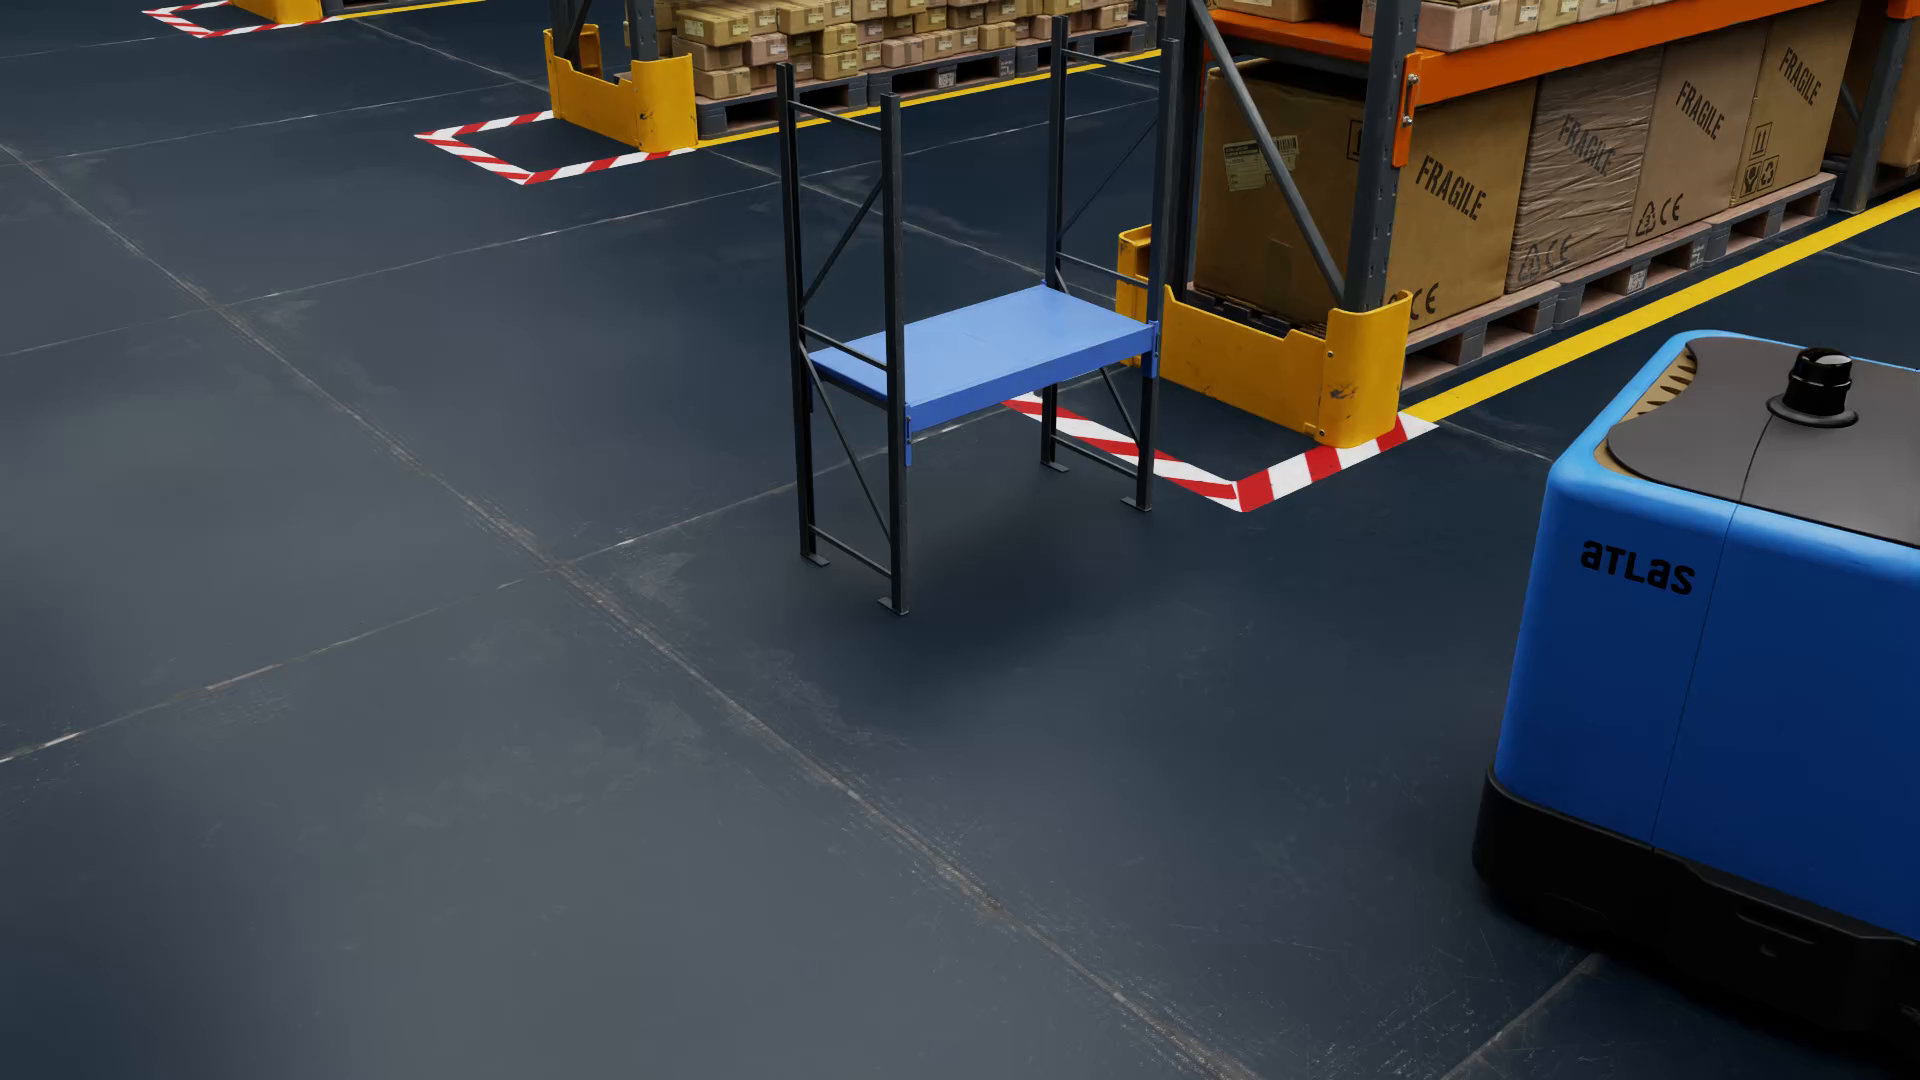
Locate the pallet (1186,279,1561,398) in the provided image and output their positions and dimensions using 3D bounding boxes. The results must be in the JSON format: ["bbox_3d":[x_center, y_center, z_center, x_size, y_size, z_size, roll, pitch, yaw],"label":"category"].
[{"bbox_3d":[1.668,-0.943,6.790,1.213,0.211,1.003,-22,35,-35],"label":"pallet"}]

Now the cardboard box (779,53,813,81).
[{"bbox_3d":[-1.095,-2.871,10.018,0.250,0.149,0.380,-21,35,-34],"label":"cardboard box"}]

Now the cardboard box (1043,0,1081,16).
[{"bbox_3d":[0.588,-3.606,11.079,0.250,0.149,0.380,-23,36,-37],"label":"cardboard box"}]

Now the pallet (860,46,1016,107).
[{"bbox_3d":[-0.405,-3.110,10.845,1.213,0.211,1.003,-22,35,-35],"label":"pallet"}]

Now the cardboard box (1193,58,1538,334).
[{"bbox_3d":[1.546,-1.373,6.445,0.875,0.875,0.875,-22,35,-35],"label":"cardboard box"}]

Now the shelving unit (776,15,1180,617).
[{"bbox_3d":[0.065,-0.688,4.945,1.048,1.500,0.538,-22,35,-35],"label":"shelving unit"}]

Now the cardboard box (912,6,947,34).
[{"bbox_3d":[-0.296,-3.339,10.578,0.250,0.149,0.380,-20,34,-33],"label":"cardboard box"}]

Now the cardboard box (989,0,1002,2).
[{"bbox_3d":[0.162,-3.583,10.720,0.250,0.149,0.380,-24,36,-37],"label":"cardboard box"}]

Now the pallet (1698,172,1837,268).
[{"bbox_3d":[3.524,-1.689,8.187,1.213,0.211,1.003,-22,35,-35],"label":"pallet"}]

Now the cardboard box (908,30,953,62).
[{"bbox_3d":[-0.257,-3.161,10.561,0.250,0.149,0.380,-22,35,-35],"label":"cardboard box"}]

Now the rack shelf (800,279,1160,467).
[{"bbox_3d":[0.065,-0.529,5.030,1.000,0.185,0.538,-22,35,-35],"label":"rack shelf"}]

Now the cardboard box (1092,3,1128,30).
[{"bbox_3d":[0.934,-3.619,11.418,0.250,0.149,0.380,-21,35,-34],"label":"cardboard box"}]

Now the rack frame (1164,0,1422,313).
[{"bbox_3d":[1.111,-1.900,5.623,0.127,3.000,1.000,-22,35,-35],"label":"rack frame"}]

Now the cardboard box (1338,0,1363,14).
[{"bbox_3d":[1.364,-2.096,6.257,0.250,0.149,0.380,-21,35,-34],"label":"cardboard box"}]

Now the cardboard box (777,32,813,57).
[{"bbox_3d":[-1.093,-3.007,9.958,0.250,0.149,0.380,-21,35,-34],"label":"cardboard box"}]

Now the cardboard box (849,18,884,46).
[{"bbox_3d":[-0.687,-3.162,10.247,0.250,0.149,0.380,-24,36,-37],"label":"cardboard box"}]

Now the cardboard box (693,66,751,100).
[{"bbox_3d":[-1.425,-2.683,9.667,0.250,0.149,0.380,-21,35,-34],"label":"cardboard box"}]

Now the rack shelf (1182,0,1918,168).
[{"bbox_3d":[2.632,-2.195,6.937,4.000,0.370,1.077,-22,35,-35],"label":"rack shelf"}]

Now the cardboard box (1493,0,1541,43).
[{"bbox_3d":[1.789,-1.859,5.812,0.250,0.149,0.380,-22,35,-36],"label":"cardboard box"}]

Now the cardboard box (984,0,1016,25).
[{"bbox_3d":[0.152,-3.480,10.843,0.250,0.149,0.380,-21,35,-34],"label":"cardboard box"}]

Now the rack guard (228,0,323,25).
[{"bbox_3d":[-5.340,-4.344,12.848,0.348,0.500,1.175,-22,35,-35],"label":"rack guard"}]

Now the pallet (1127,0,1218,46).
[{"bbox_3d":[1.603,-3.942,12.402,1.213,0.211,1.003,-22,35,-35],"label":"pallet"}]

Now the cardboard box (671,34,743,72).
[{"bbox_3d":[-1.467,-2.837,9.639,0.250,0.149,0.380,-20,34,-33],"label":"cardboard box"}]

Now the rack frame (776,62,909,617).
[{"bbox_3d":[-0.322,-0.532,4.654,0.032,1.500,0.500,-22,35,-35],"label":"rack frame"}]

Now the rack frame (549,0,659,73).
[{"bbox_3d":[-2.032,-3.709,9.009,0.127,3.000,1.000,-22,35,-35],"label":"rack frame"}]

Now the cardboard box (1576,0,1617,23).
[{"bbox_3d":[2.181,-2.017,6.109,0.250,0.149,0.380,-23,35,-36],"label":"cardboard box"}]

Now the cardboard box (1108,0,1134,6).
[{"bbox_3d":[0.978,-3.782,11.408,0.250,0.149,0.380,-21,35,-34],"label":"cardboard box"}]

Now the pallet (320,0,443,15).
[{"bbox_3d":[-4.764,-4.496,13.440,1.213,0.211,1.003,-22,35,-35],"label":"pallet"}]

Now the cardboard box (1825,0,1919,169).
[{"bbox_3d":[4.628,-2.575,8.694,0.875,0.875,1.225,-22,35,-35],"label":"cardboard box"}]

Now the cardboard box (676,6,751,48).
[{"bbox_3d":[-1.413,-2.938,9.513,0.250,0.149,0.380,-24,36,-37],"label":"cardboard box"}]

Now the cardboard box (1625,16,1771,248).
[{"bbox_3d":[2.915,-1.923,7.475,0.875,0.875,0.875,-22,35,-35],"label":"cardboard box"}]

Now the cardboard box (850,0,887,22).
[{"bbox_3d":[-0.654,-3.284,10.160,0.250,0.149,0.380,-20,34,-33],"label":"cardboard box"}]

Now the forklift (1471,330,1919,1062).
[{"bbox_3d":[2.646,-0.274,2.652,3.031,2.935,1.130,19,33,31],"label":"forklift"}]

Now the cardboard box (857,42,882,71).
[{"bbox_3d":[-0.697,-3.022,10.301,0.250,0.149,0.380,-22,35,-35],"label":"cardboard box"}]

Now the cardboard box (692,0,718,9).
[{"bbox_3d":[-1.565,-3.209,10.020,0.250,0.149,0.380,-21,35,-34],"label":"cardboard box"}]

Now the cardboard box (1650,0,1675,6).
[{"bbox_3d":[2.571,-2.174,6.402,0.250,0.149,0.380,-22,35,-35],"label":"cardboard box"}]

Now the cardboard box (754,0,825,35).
[{"bbox_3d":[-1.006,-3.097,9.810,0.250,0.149,0.380,-22,35,-35],"label":"cardboard box"}]

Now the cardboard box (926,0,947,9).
[{"bbox_3d":[-0.295,-3.459,10.488,0.250,0.149,0.380,-22,35,-35],"label":"cardboard box"}]

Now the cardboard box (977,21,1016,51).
[{"bbox_3d":[0.147,-3.302,10.826,0.250,0.149,0.380,-22,35,-35],"label":"cardboard box"}]

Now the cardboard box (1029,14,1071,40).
[{"bbox_3d":[0.523,-3.465,11.131,0.250,0.149,0.380,-23,36,-36],"label":"cardboard box"}]
